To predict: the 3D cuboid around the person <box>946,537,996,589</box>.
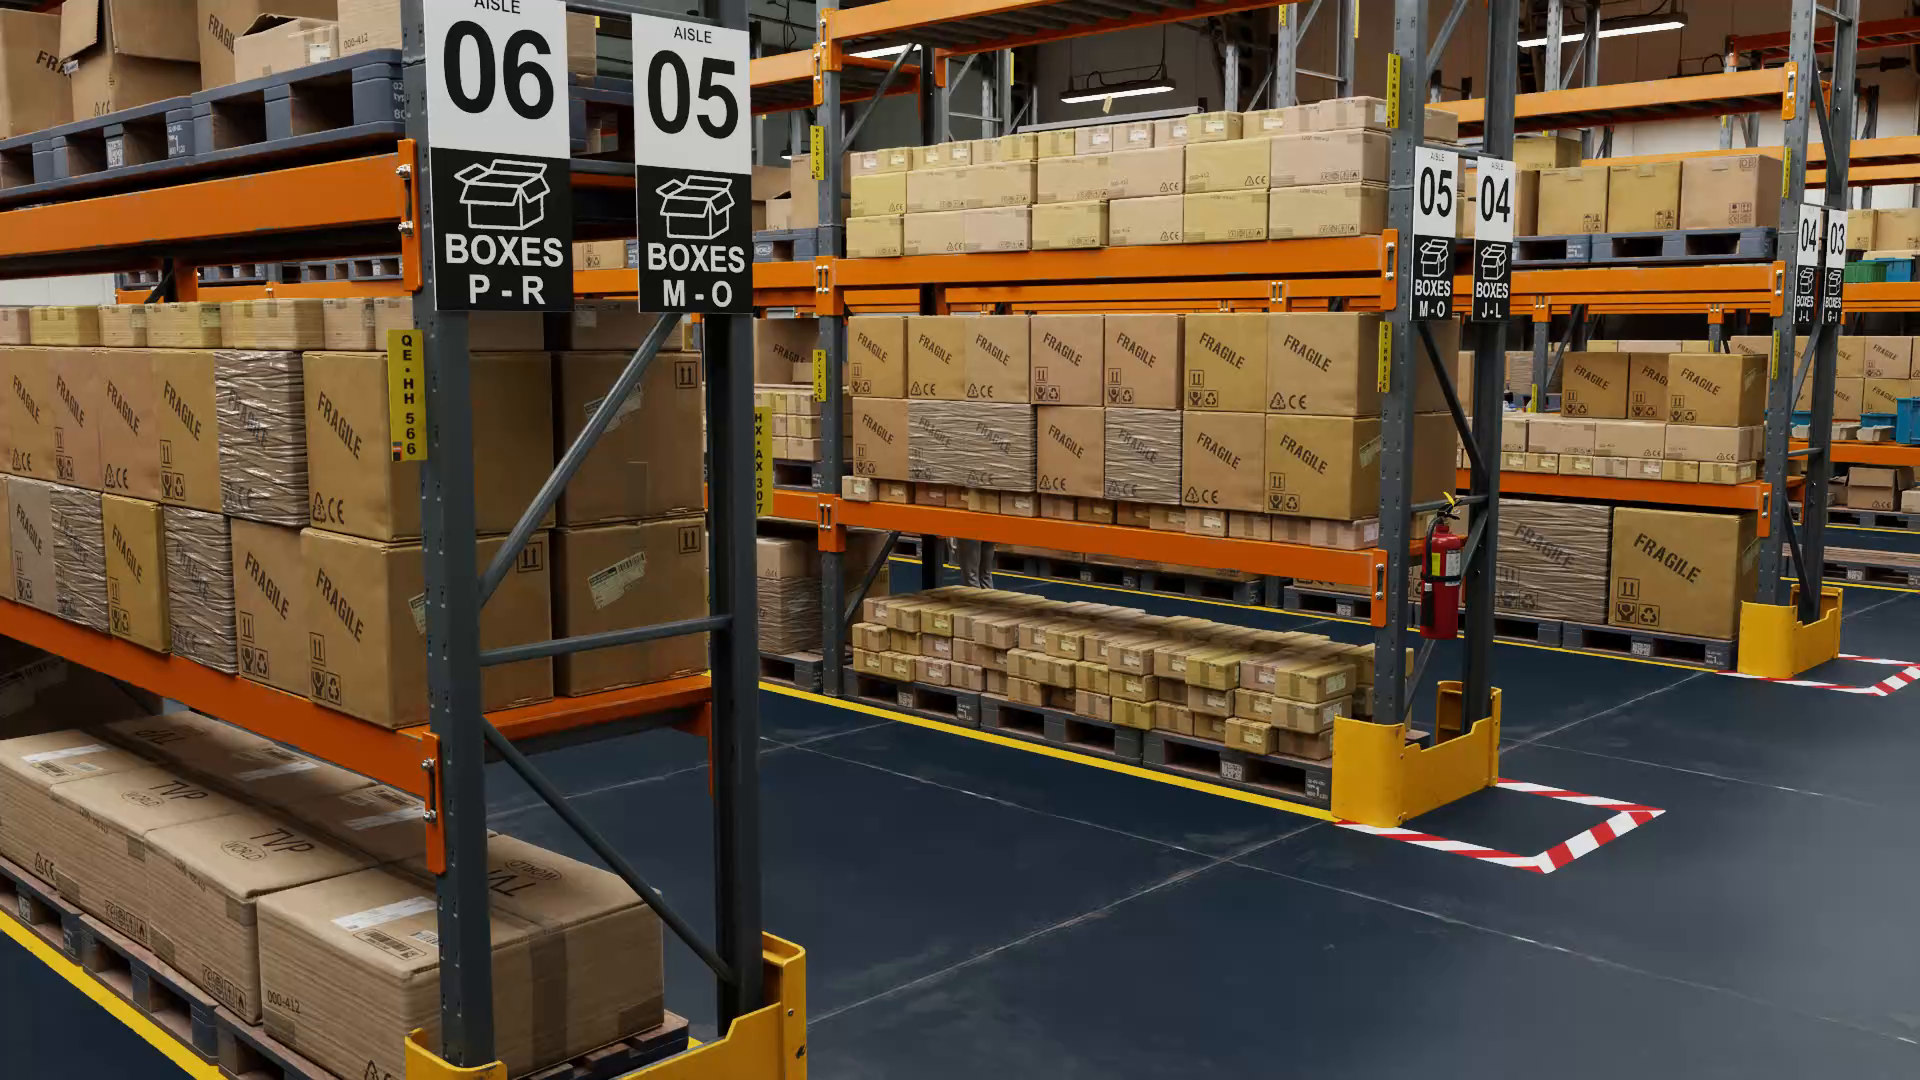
[{"bbox_3d":[0.078,-0.080,12.694,0.533,1.695,0.587,7,10,43],"label":"person"}]
